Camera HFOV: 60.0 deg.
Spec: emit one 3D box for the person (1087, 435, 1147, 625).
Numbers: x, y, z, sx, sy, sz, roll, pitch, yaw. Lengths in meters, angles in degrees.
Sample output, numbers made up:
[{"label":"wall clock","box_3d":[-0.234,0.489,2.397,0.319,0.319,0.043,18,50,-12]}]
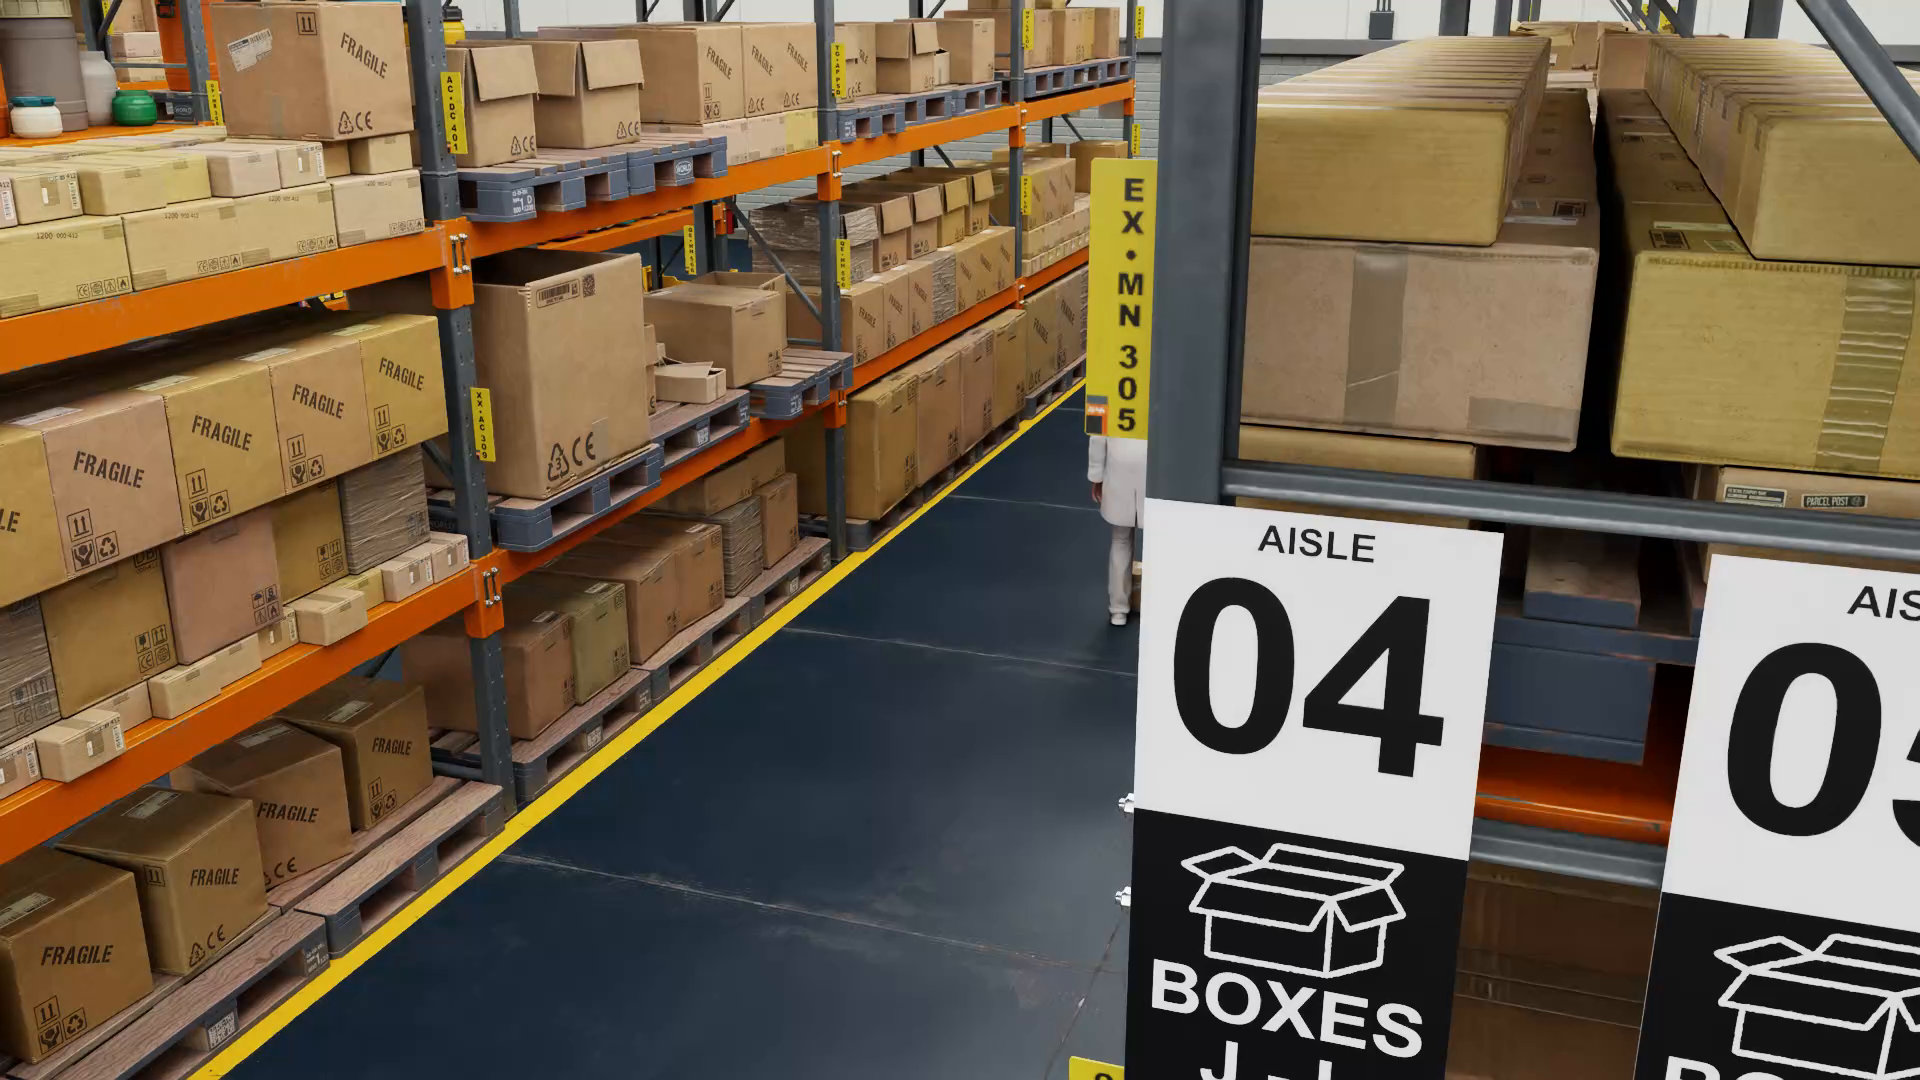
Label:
[{"label":"person","box_3d":[1.097,-0.346,10.126,0.652,1.773,0.427,5,19,15]}]
